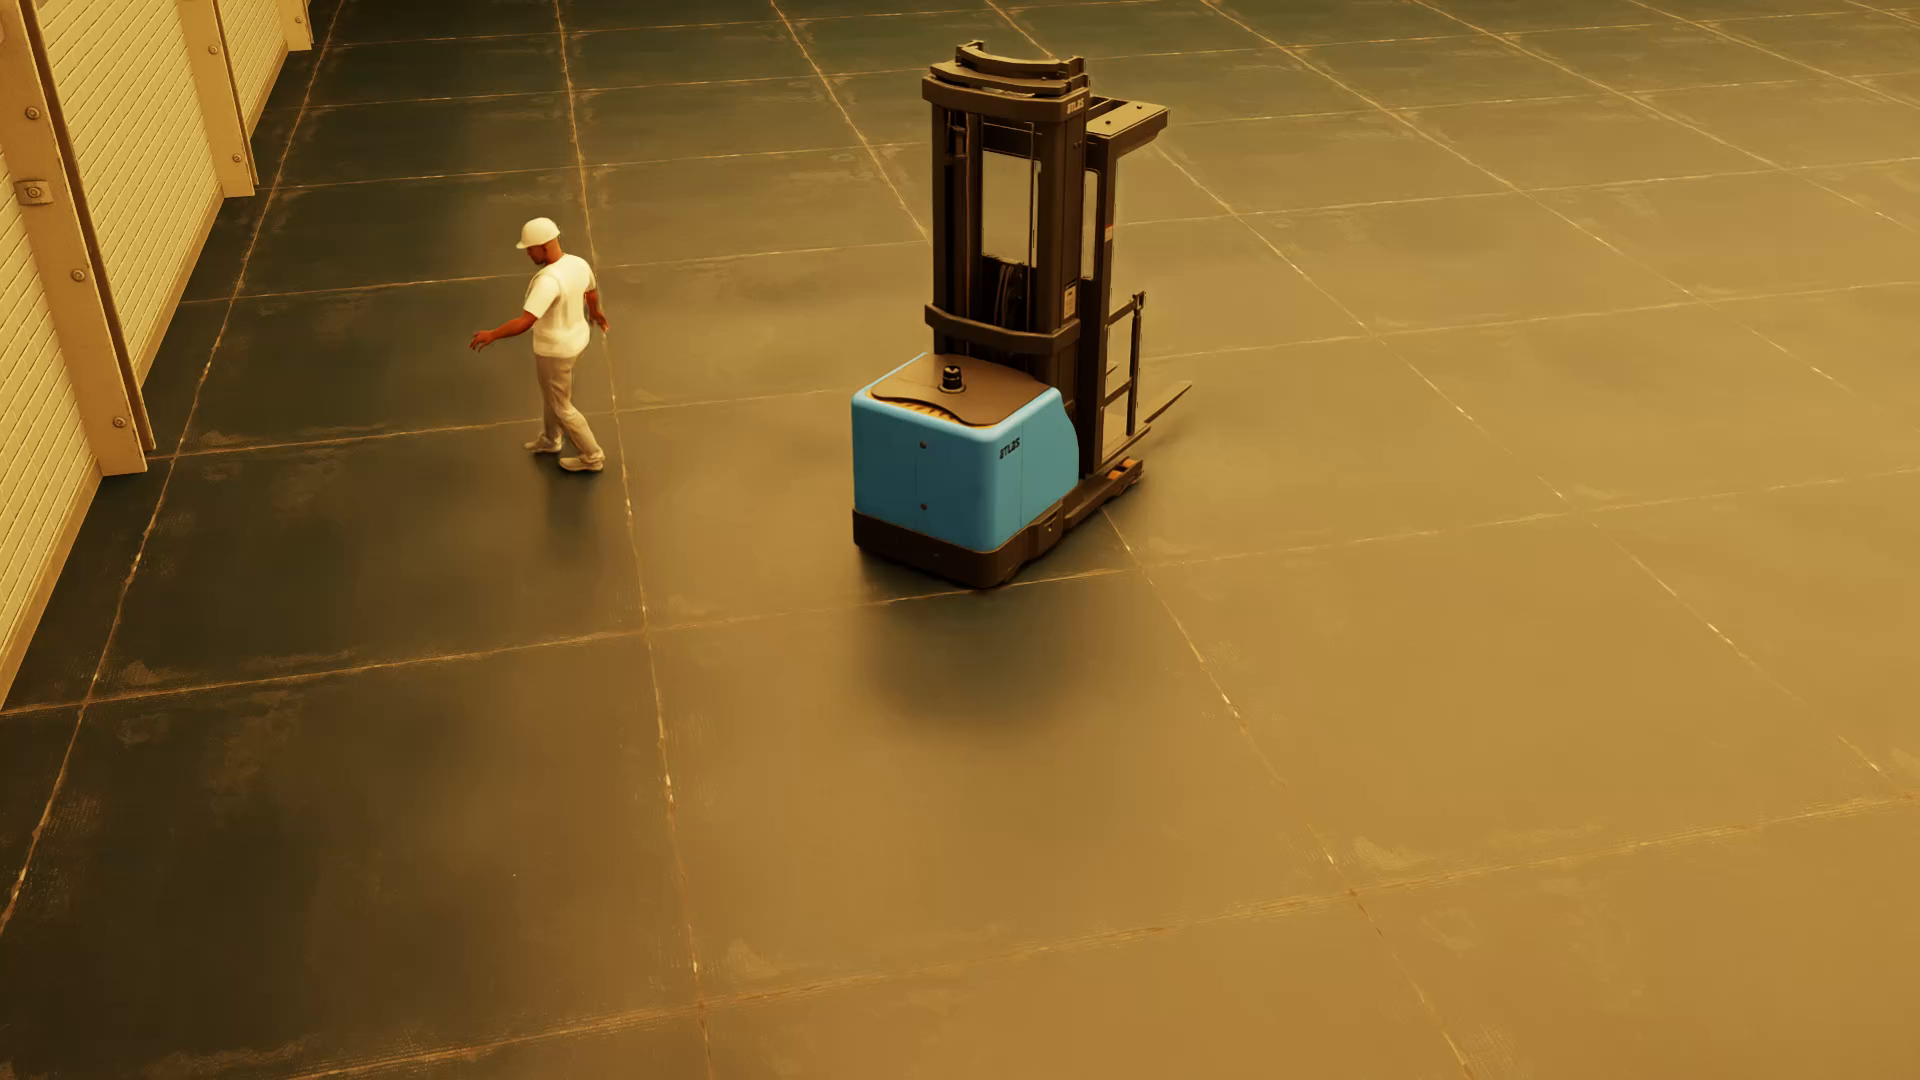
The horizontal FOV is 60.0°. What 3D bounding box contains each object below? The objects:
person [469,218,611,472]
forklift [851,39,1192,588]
[{"bbox_3d":[-2.738,-1.305,11.050,0.707,1.765,1.052,7,31,12],"label":"person"},{"bbox_3d":[0.568,-1.680,10.477,1.130,2.935,3.031,18,35,28],"label":"forklift"}]
